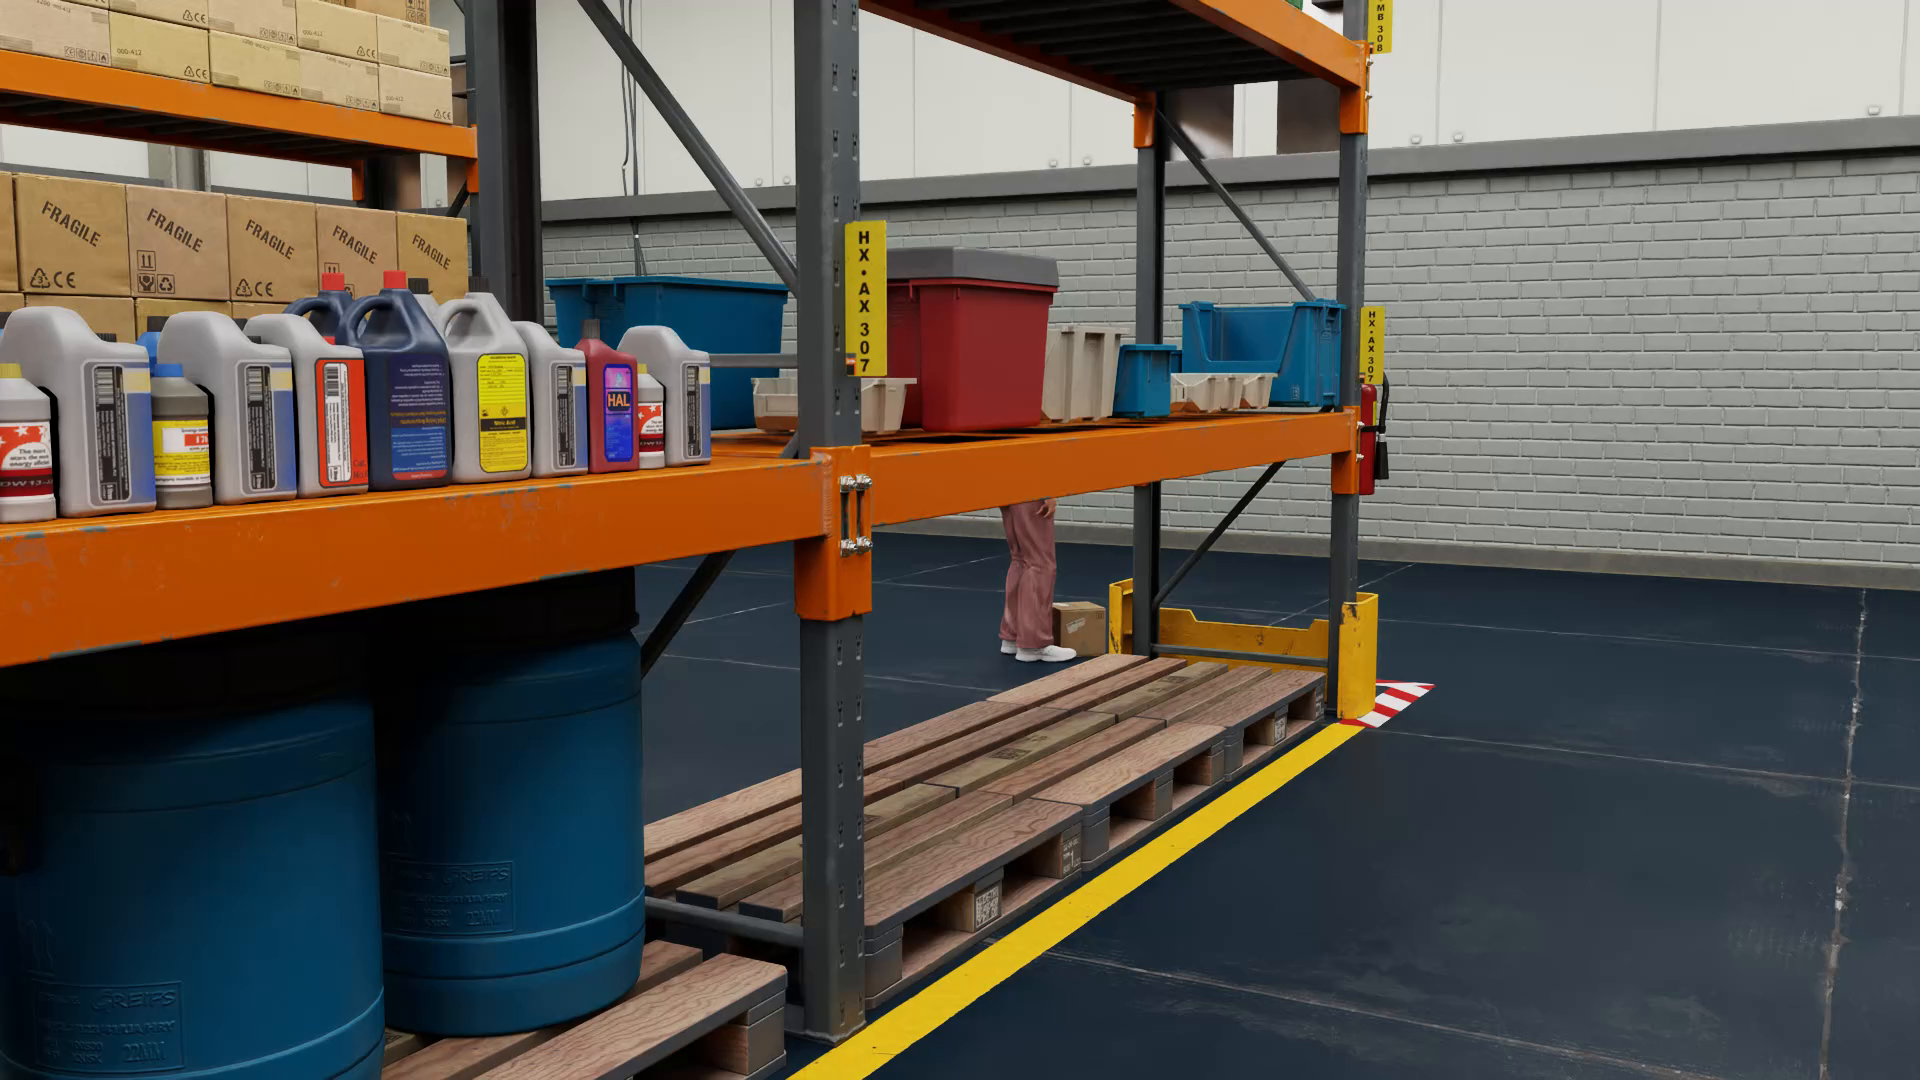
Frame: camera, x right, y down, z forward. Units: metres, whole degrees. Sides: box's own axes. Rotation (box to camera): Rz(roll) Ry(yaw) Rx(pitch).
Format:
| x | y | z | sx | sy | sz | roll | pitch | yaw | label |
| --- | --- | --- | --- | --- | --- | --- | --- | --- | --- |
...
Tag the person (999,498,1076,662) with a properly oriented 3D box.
| x | y | z | sx | sy | sz | roll | pitch | yaw | label |
| --- | --- | --- | --- | --- | --- | --- | --- | --- | --- |
| 0.362 | -0.233 | 8.544 | 0.354 | 1.673 | 0.517 | -2 | 6 | -18 | person |
